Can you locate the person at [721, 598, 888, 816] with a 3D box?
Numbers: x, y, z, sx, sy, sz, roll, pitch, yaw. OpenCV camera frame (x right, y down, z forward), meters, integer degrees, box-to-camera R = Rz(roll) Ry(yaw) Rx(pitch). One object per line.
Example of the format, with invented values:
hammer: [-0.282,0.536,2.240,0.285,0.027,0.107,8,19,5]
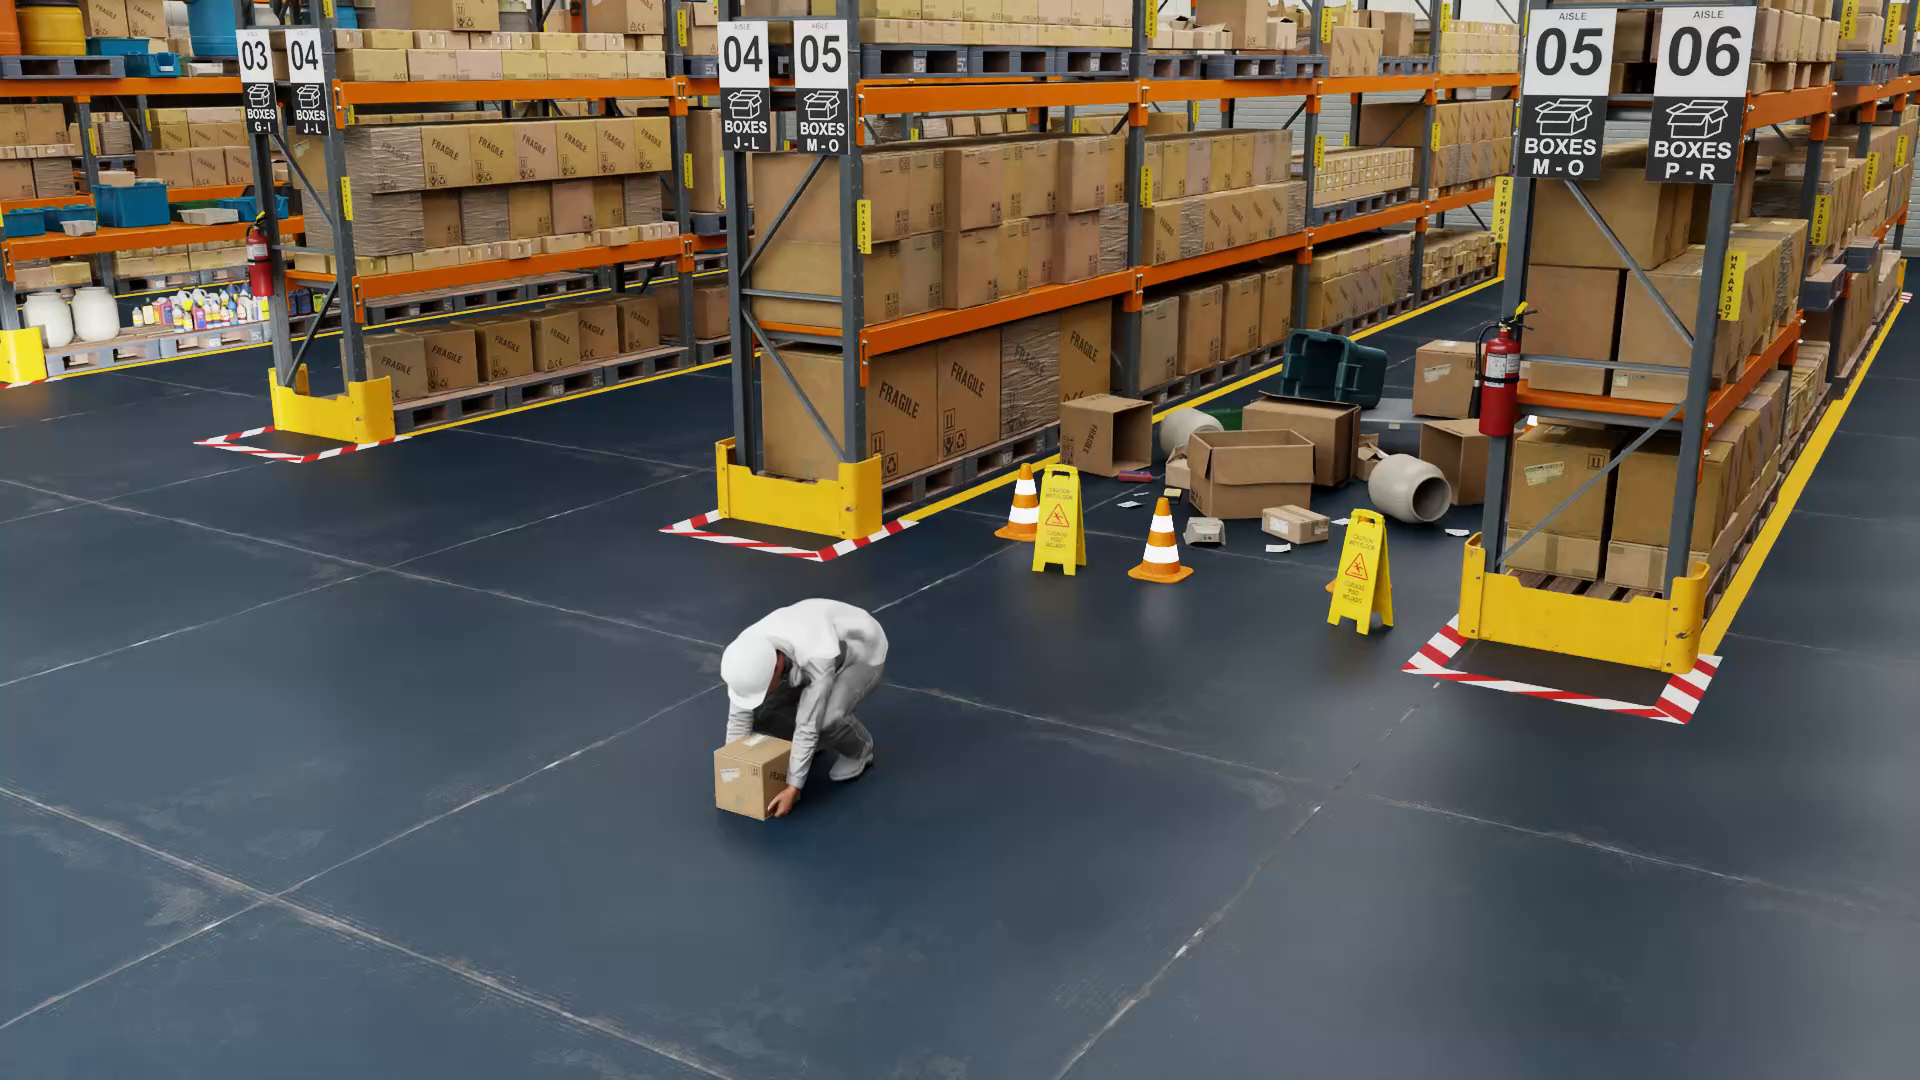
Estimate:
person: [-0.679,0.669,7.019,0.508,0.790,0.986,9,18,29]
